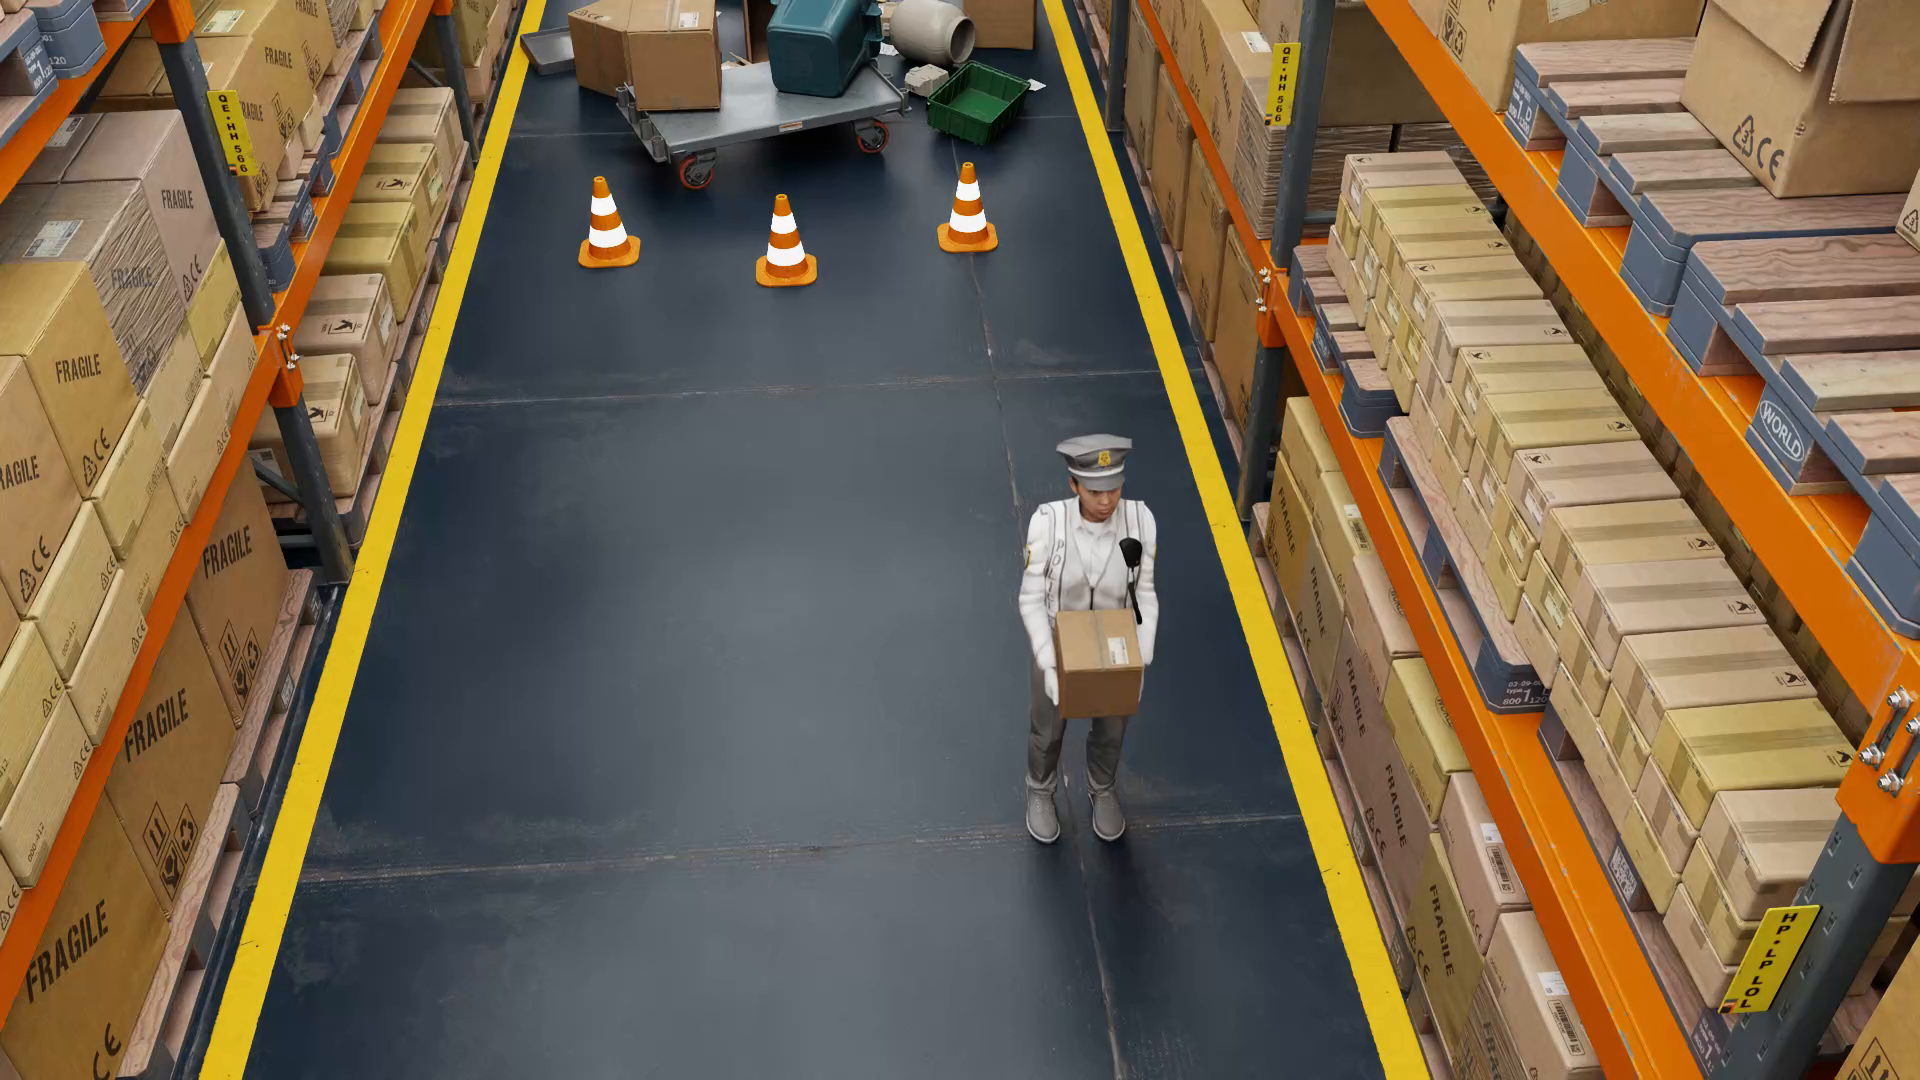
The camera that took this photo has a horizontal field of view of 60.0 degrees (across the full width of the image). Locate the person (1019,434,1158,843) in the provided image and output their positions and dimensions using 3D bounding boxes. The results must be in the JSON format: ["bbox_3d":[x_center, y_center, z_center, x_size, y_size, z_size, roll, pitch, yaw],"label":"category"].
[{"bbox_3d":[0.427,0.403,5.646,0.459,1.688,0.543,-3,39,-3],"label":"person"}]
